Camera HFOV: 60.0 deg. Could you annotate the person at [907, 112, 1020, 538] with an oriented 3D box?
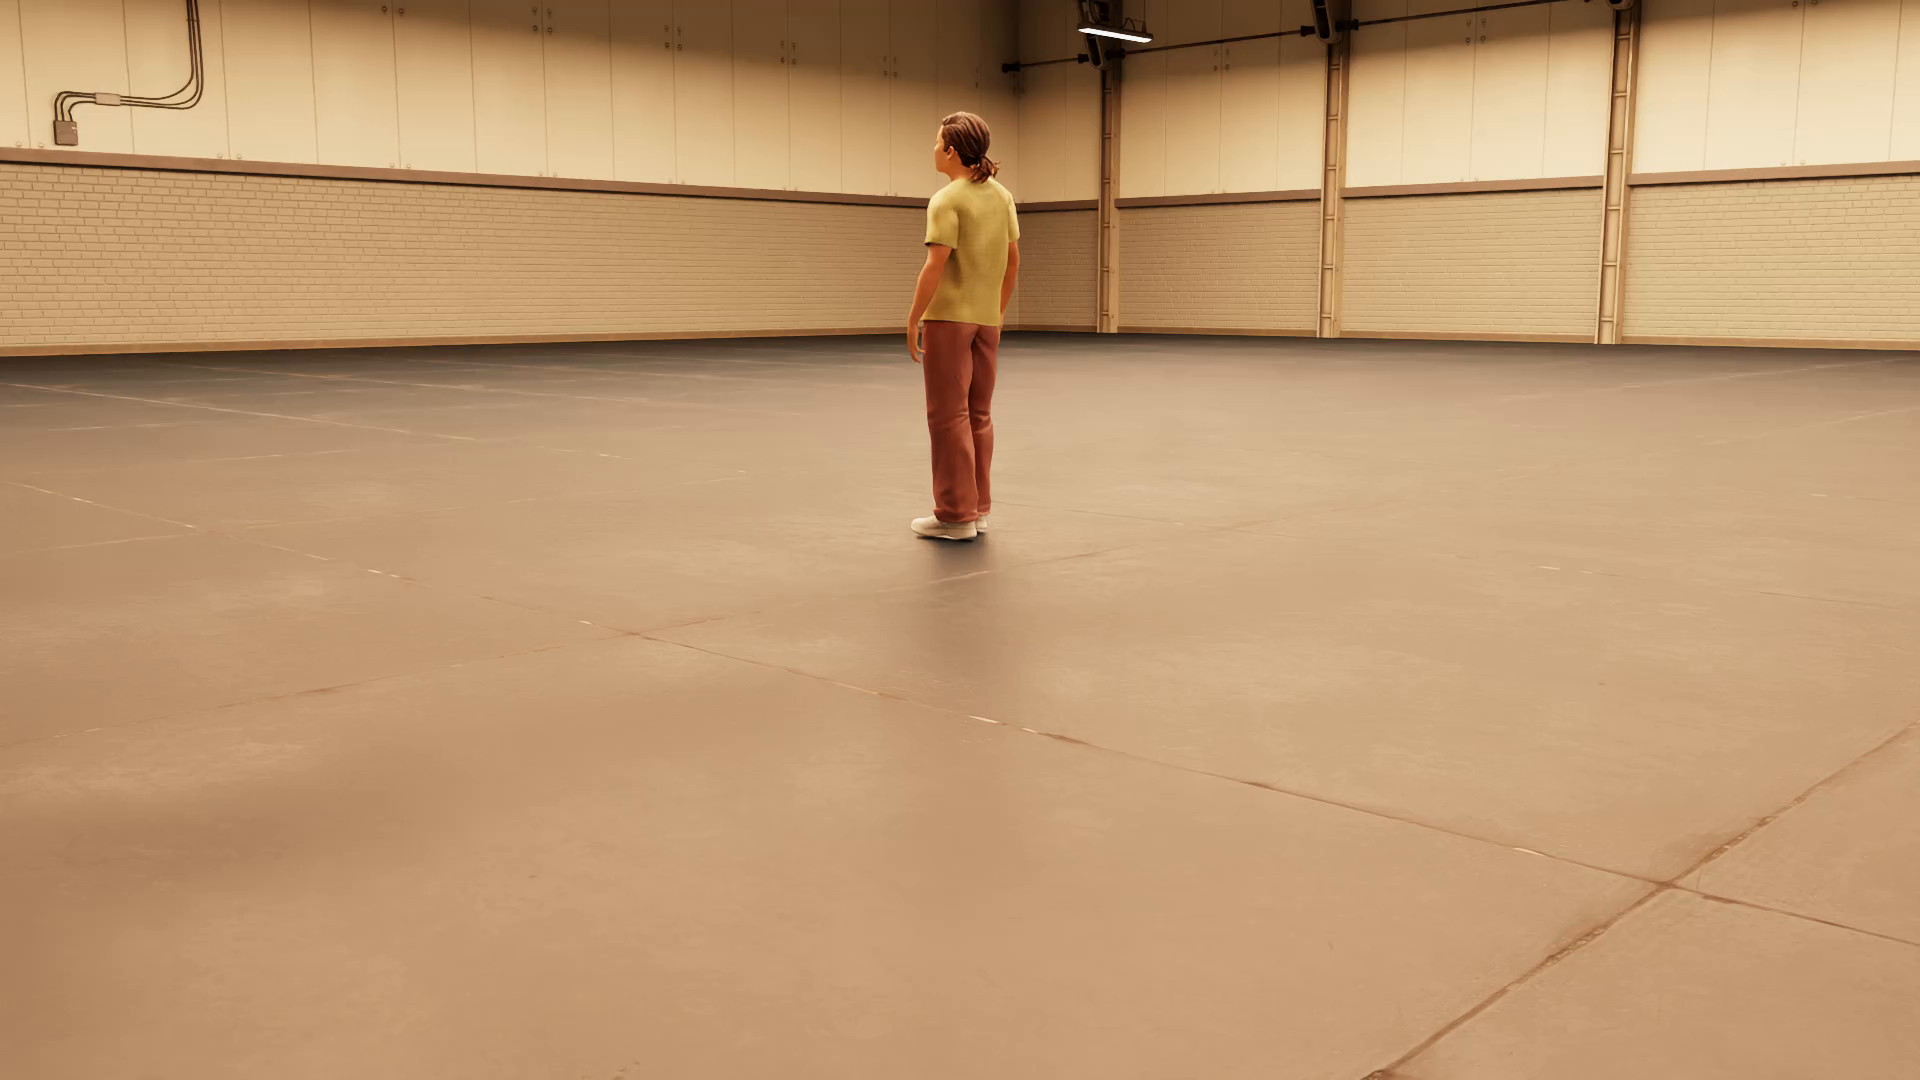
[{"bbox_3d":[-0.045,-0.840,6.652,0.548,1.663,0.553,8,12,43],"label":"person"}]
